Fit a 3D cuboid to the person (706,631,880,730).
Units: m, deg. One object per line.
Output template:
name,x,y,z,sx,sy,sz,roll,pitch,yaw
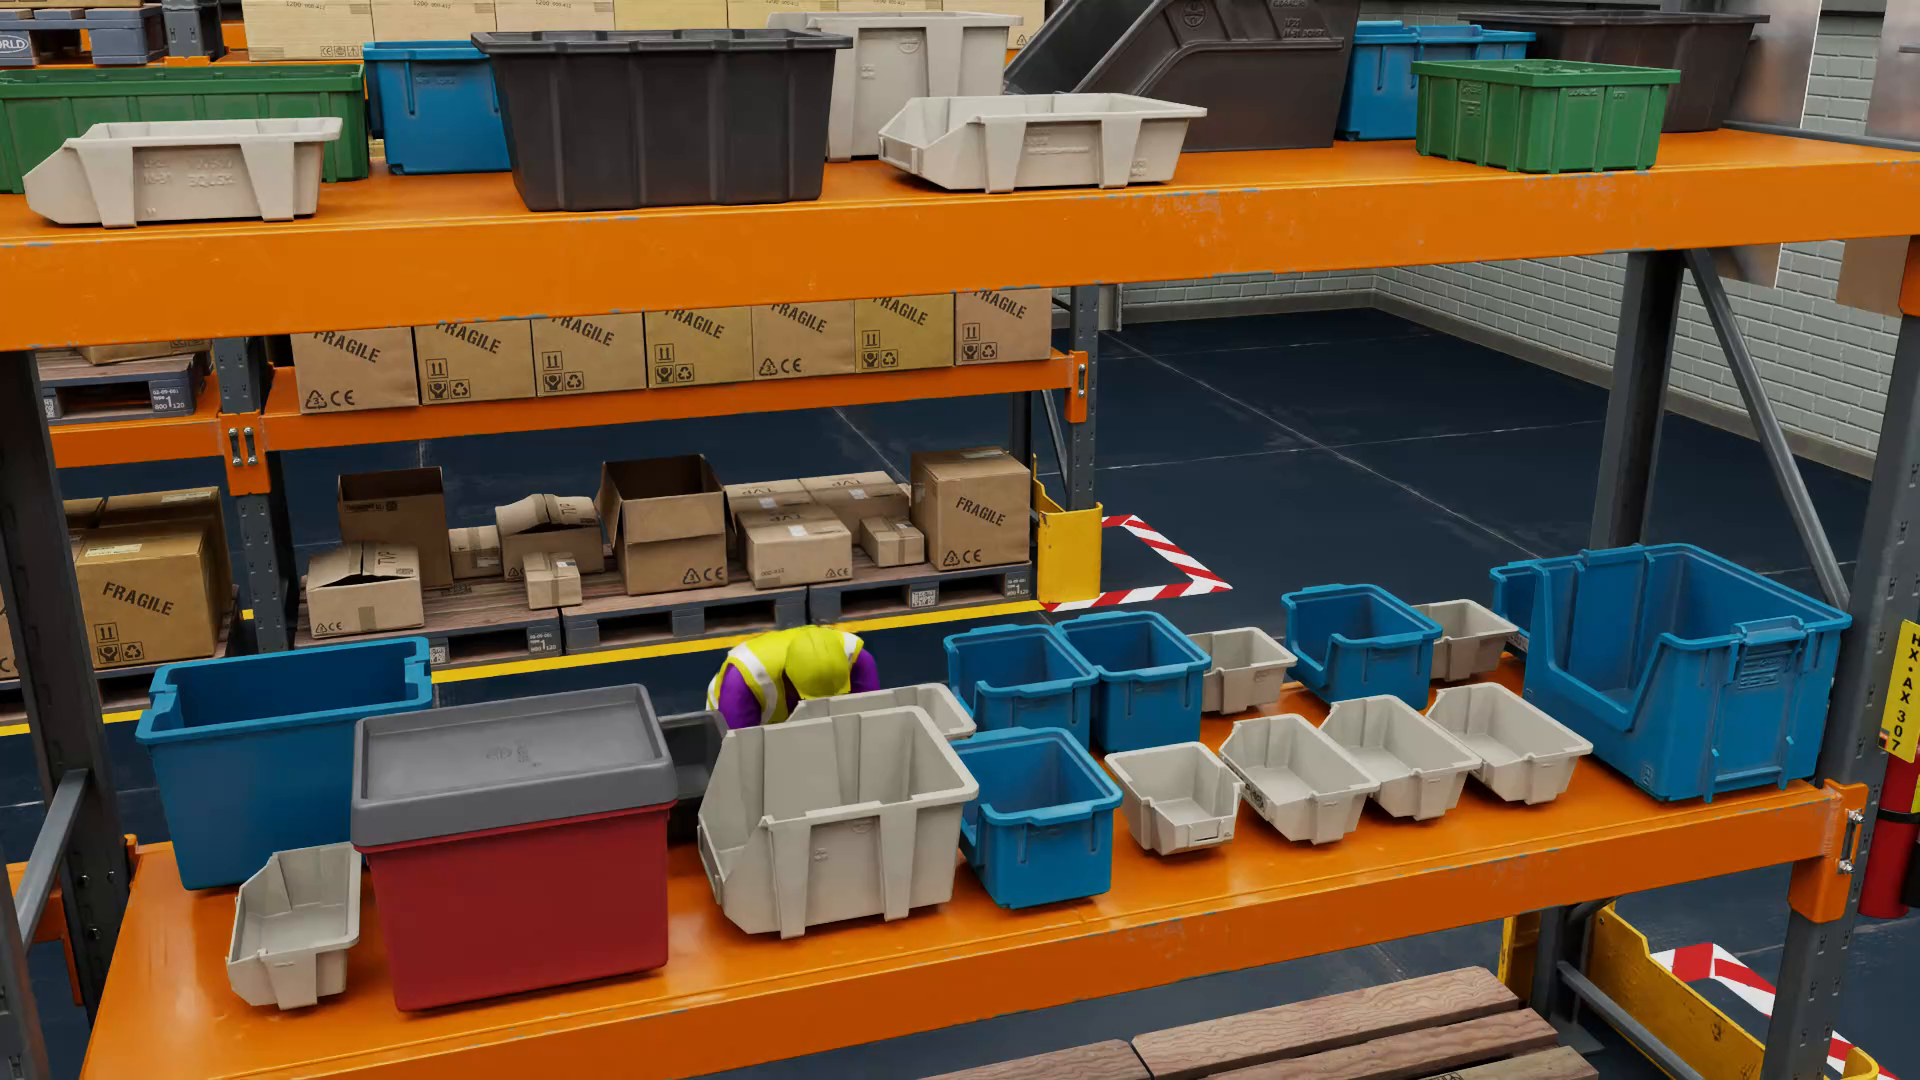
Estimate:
person,-0.583,0.740,5.899,0.603,1.111,0.860,-6,20,-17
